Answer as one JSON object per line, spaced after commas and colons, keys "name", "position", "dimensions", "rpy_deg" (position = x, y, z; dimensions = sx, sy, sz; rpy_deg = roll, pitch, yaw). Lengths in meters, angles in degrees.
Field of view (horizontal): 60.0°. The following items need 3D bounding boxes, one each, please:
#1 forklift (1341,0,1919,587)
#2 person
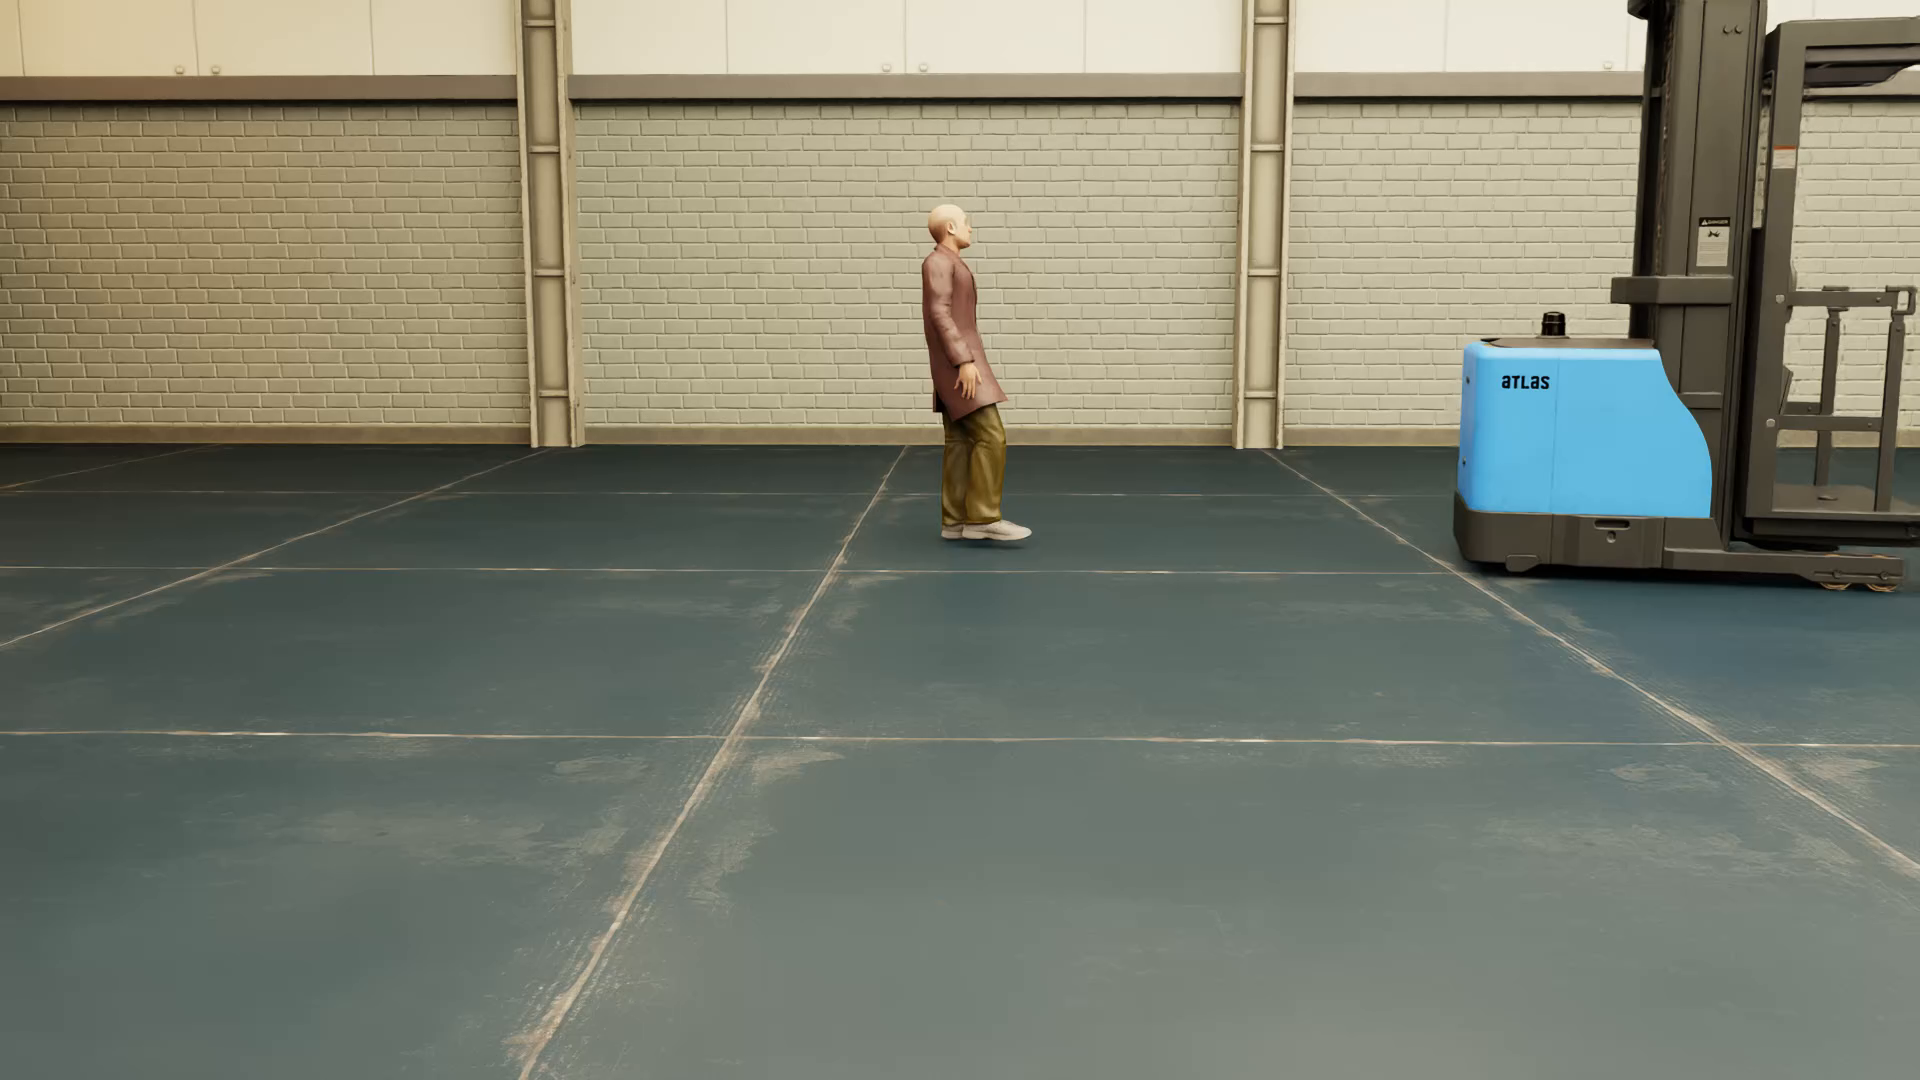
{"name": "forklift", "position": [3.423, -1.322, 7.949], "dimensions": [3.031, 2.935, 1.130], "rpy_deg": [2, 9, 13]}
{"name": "person", "position": [0.093, -0.885, 8.861], "dimensions": [0.579, 1.778, 0.697], "rpy_deg": [0, 9, 1]}
